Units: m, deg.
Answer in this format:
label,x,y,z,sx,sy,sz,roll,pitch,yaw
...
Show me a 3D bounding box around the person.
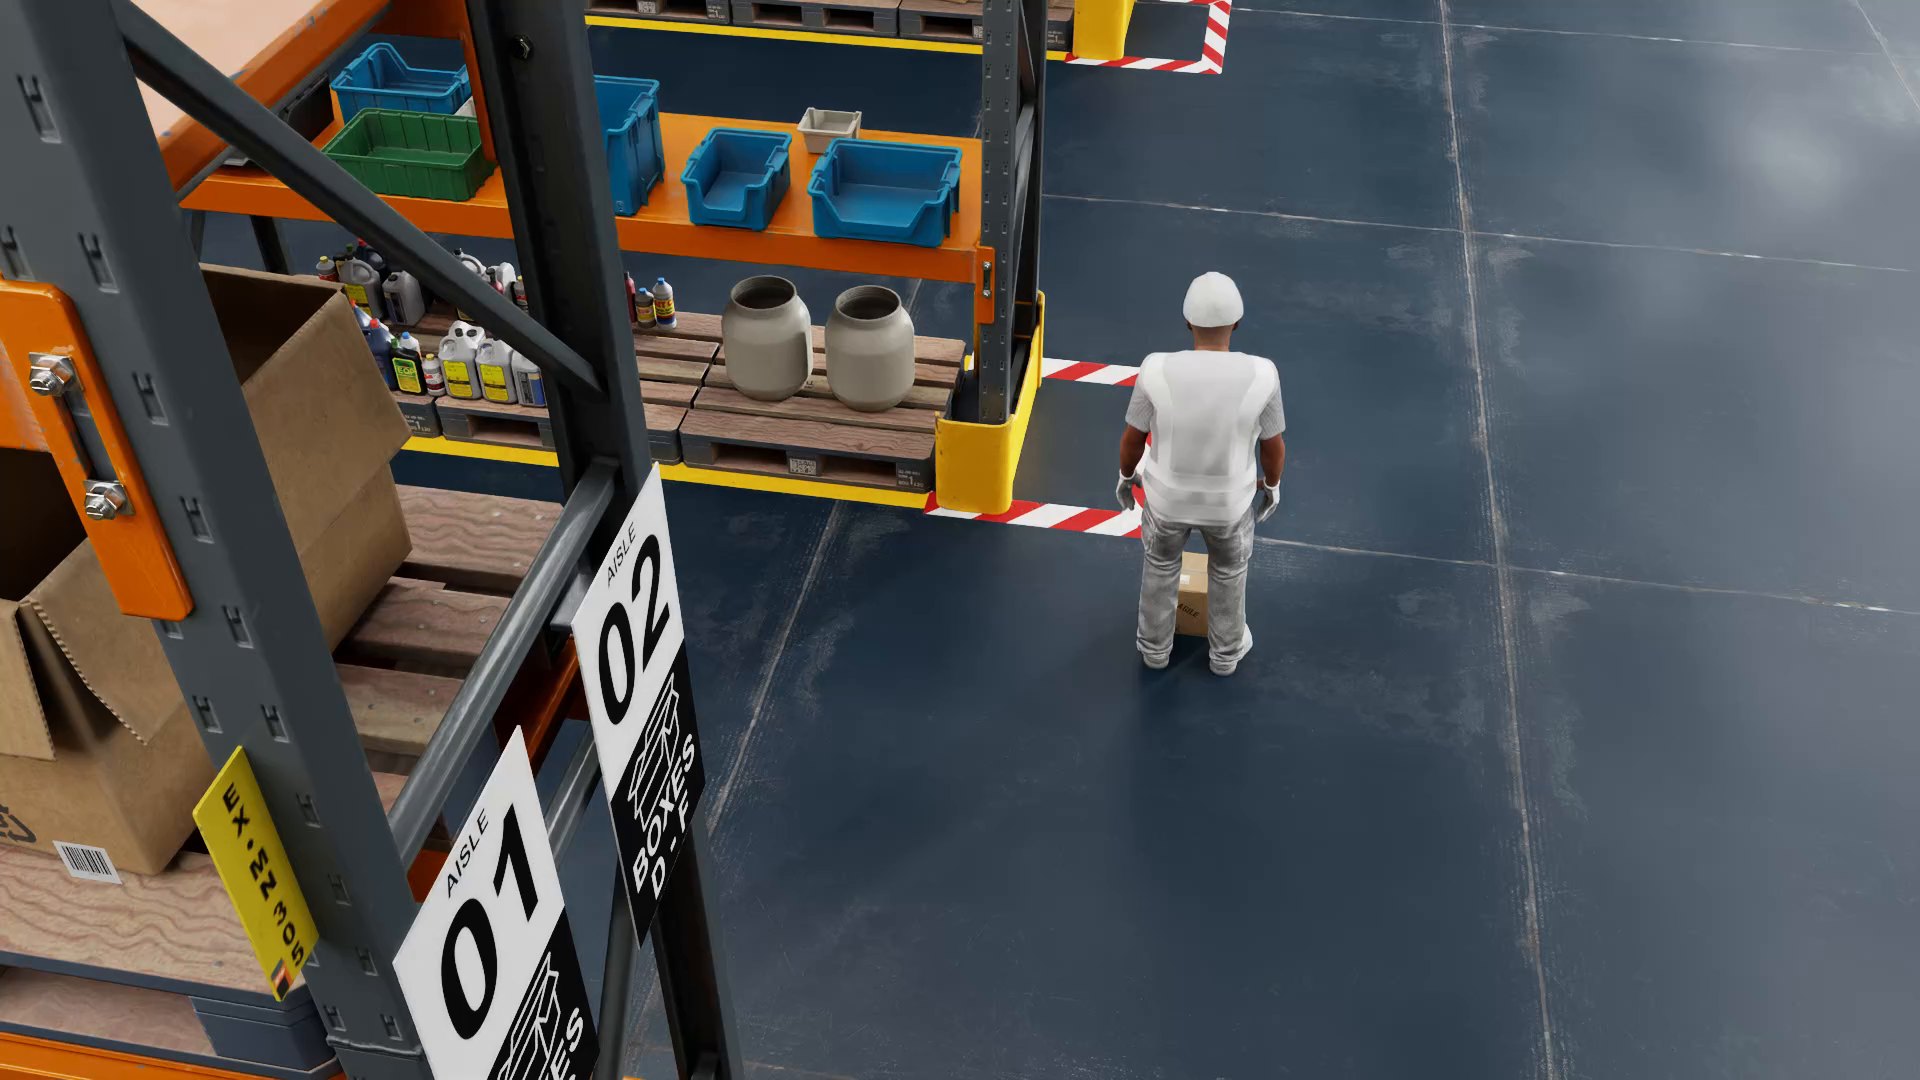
label,x,y,z,sx,sy,sz,roll,pitch,yaw
person,0.917,-0.209,6.395,0.629,1.775,0.445,6,41,7
